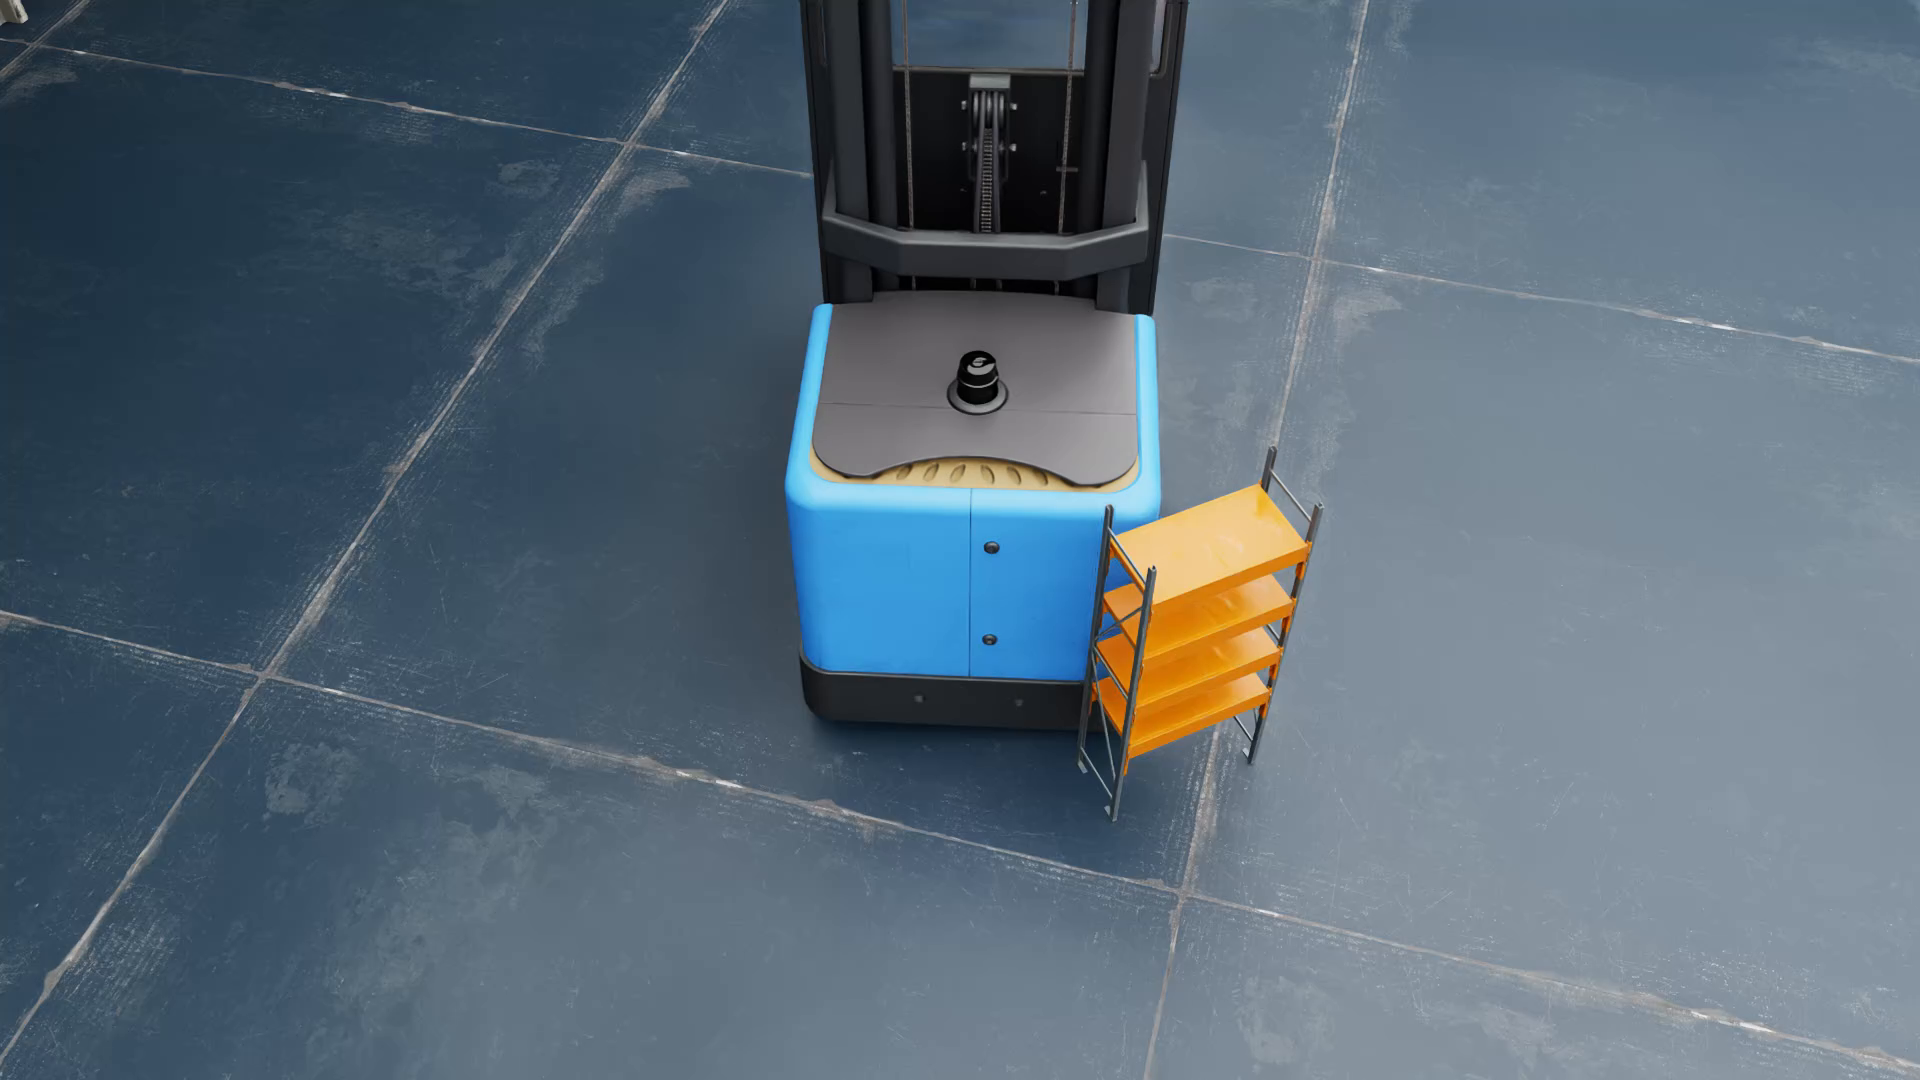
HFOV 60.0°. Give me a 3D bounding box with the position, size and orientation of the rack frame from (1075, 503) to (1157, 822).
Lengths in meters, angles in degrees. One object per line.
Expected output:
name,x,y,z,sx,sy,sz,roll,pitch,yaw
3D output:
rack frame,0.420,0.377,4.612,0.015,1.200,0.240,-20,53,-16

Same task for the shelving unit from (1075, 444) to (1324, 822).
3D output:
shelving unit,0.641,0.299,4.681,0.503,1.200,0.258,-20,53,-16

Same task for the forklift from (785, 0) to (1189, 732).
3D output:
forklift,0.107,-1.480,5.101,1.130,2.935,3.031,2,49,2

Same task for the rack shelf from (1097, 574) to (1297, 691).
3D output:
rack shelf,0.642,0.198,4.561,0.480,0.148,0.258,-20,53,-16

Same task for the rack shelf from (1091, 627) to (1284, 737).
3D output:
rack shelf,0.640,0.342,4.733,0.480,0.148,0.258,-20,53,-16

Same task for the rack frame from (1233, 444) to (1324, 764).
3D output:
rack frame,0.861,0.220,4.750,0.015,1.200,0.240,-20,53,-16

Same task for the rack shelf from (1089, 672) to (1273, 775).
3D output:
rack shelf,0.638,0.470,4.885,0.480,0.148,0.258,-20,53,-16

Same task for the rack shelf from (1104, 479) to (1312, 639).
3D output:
rack shelf,0.645,0.046,4.380,0.480,0.148,0.258,-20,53,-16
